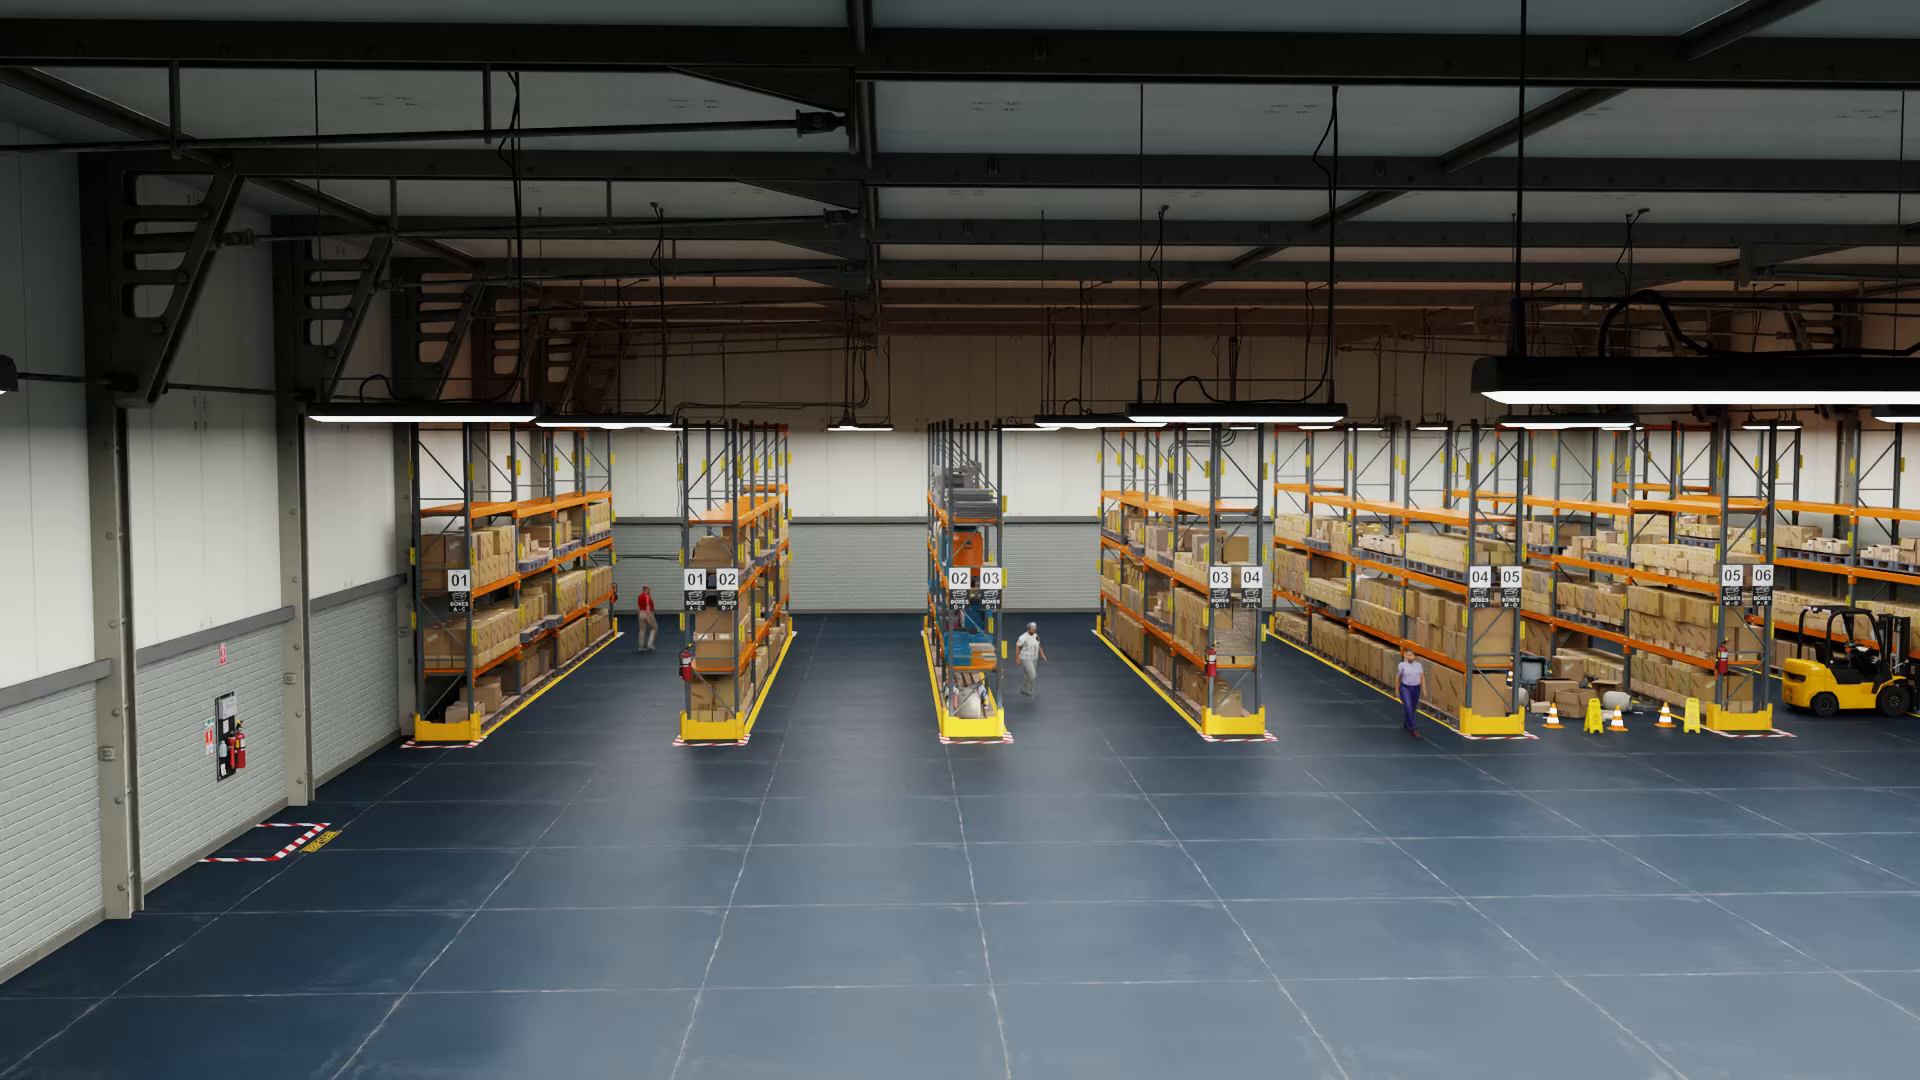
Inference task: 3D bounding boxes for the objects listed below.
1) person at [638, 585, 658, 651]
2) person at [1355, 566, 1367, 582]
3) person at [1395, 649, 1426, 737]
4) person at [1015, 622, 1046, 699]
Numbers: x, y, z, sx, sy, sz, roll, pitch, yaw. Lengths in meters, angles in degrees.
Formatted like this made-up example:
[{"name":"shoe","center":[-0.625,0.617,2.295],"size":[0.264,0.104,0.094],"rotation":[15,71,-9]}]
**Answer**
[{"name":"person","center":[-8.290,2.069,43.819],"size":[0.560,1.748,0.539],"rotation":[1,4,22]},{"name":"person","center":[12.338,1.612,51.071],"size":[0.840,1.652,0.481],"rotation":[-2,4,-32]},{"name":"person","center":[8.591,2.874,31.566],"size":[0.507,1.612,0.878],"rotation":[-1,4,-11]},{"name":"person","center":[1.495,2.634,36.054],"size":[0.658,1.713,0.614],"rotation":[3,5,41]}]
